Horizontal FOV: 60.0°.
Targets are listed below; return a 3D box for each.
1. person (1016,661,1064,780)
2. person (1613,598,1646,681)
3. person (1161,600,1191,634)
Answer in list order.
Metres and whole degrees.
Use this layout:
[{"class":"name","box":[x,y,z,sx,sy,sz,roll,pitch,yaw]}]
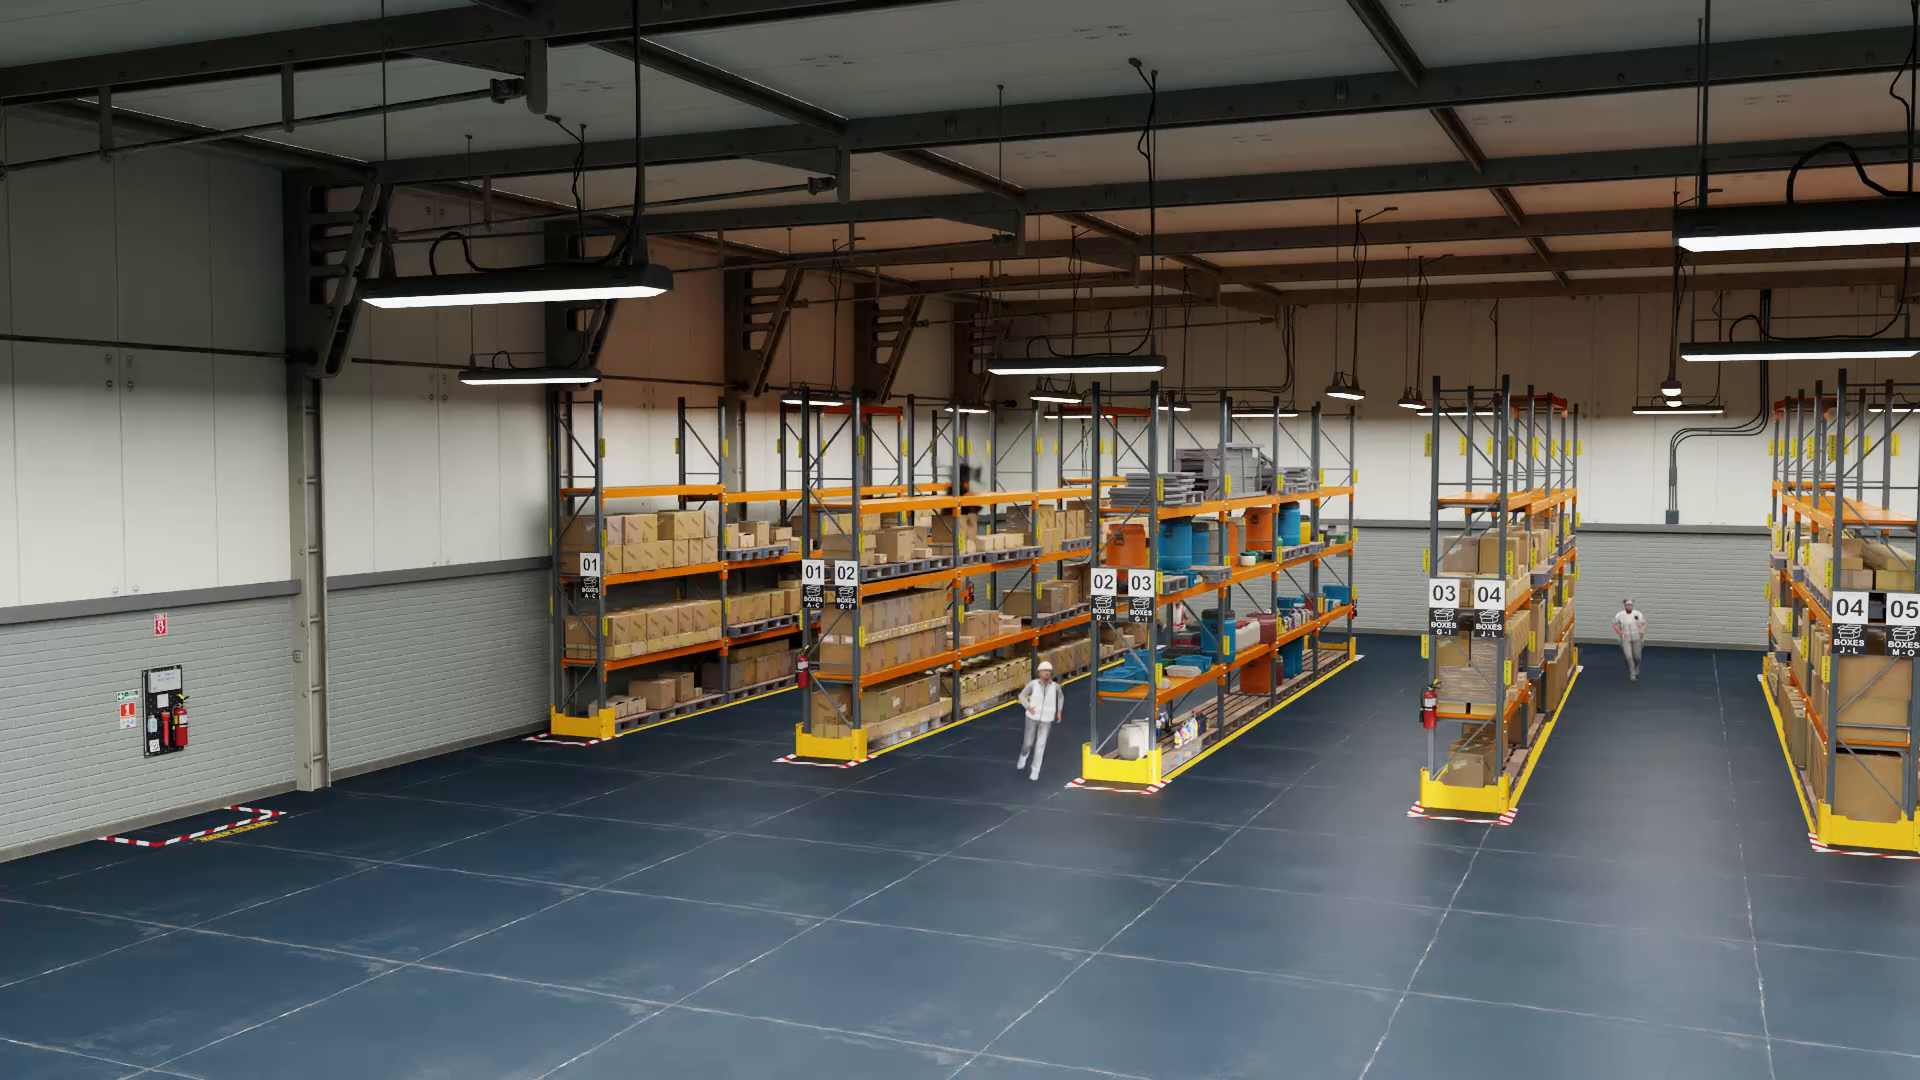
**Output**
[{"class":"person","box":[1.243,2.721,25.327,0.722,1.740,0.953,0,3,-2]},{"class":"person","box":[14.541,2.149,36.120,0.676,1.764,0.769,1,3,16]},{"class":"person","box":[4.862,2.071,37.411,0.662,1.738,0.599,0,3,8]}]
